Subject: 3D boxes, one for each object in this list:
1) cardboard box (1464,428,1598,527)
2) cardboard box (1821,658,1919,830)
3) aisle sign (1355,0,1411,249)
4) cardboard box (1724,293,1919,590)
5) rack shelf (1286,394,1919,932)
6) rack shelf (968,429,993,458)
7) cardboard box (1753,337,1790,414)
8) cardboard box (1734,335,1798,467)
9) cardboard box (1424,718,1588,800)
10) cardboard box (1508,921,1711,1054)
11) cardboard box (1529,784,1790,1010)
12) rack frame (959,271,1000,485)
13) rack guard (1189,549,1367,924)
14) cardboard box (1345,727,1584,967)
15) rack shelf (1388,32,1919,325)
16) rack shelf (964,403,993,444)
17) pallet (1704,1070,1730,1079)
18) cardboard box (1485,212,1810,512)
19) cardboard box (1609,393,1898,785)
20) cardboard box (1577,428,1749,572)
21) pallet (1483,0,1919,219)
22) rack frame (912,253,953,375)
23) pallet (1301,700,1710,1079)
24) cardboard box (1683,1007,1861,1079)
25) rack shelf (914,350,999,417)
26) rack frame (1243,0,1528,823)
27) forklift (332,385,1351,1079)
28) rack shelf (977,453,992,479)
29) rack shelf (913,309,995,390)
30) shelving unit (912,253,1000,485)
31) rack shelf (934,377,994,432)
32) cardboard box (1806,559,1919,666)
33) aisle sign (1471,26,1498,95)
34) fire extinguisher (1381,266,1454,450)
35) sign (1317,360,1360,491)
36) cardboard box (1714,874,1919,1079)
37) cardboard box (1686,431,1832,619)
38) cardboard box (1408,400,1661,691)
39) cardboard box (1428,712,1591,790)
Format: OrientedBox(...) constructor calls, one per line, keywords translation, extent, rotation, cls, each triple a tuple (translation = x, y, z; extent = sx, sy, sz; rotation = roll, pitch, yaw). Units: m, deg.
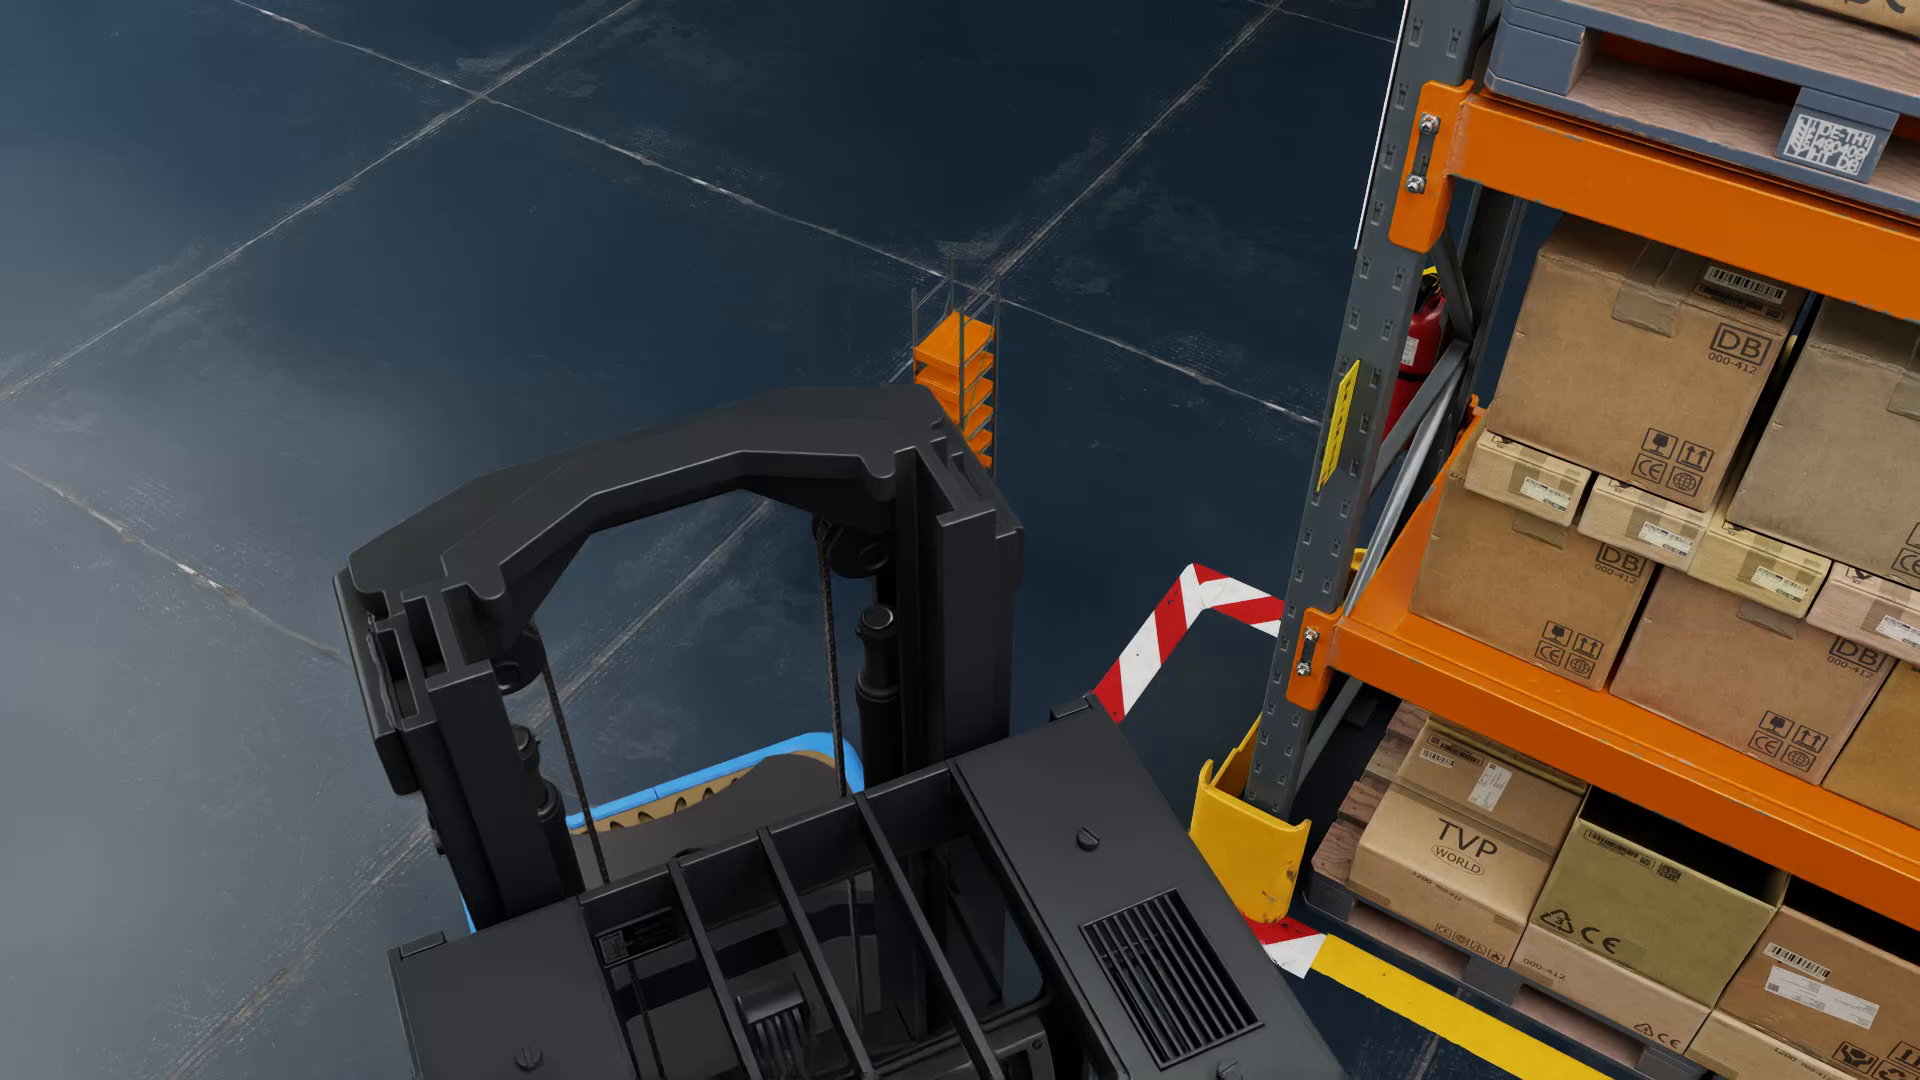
OrientedBox(translation=(1.370, -0.237, 3.866), extent=(0.250, 0.149, 0.380), rotation=(24, 51, 22), cls="cardboard box")
OrientedBox(translation=(2.402, 0.292, 3.805), extent=(0.500, 0.500, 0.700), rotation=(25, 51, 22), cls="cardboard box")
OrientedBox(translation=(0.936, -1.004, 3.322), extent=(0.004, 0.787, 0.394), rotation=(25, 51, 22), cls="aisle sign")
OrientedBox(translation=(2.033, -0.335, 3.510), extent=(0.500, 0.500, 0.700), rotation=(23, 50, 21), cls="cardboard box")
OrientedBox(translation=(2.840, 0.767, 3.914), extent=(4.000, 0.370, 1.077), rotation=(25, 51, 22), cls="rack shelf")
OrientedBox(translation=(-0.012, -0.309, 5.943), extent=(0.180, 0.103, 0.258), rotation=(25, 51, 22), cls="rack shelf")
OrientedBox(translation=(1.802, -0.385, 4.011), extent=(0.250, 0.149, 0.380), rotation=(26, 51, 23), cls="cardboard box")
OrientedBox(translation=(2.017, -0.286, 3.915), extent=(0.250, 0.149, 0.380), rotation=(24, 50, 22), cls="cardboard box")
OrientedBox(translation=(1.767, 0.583, 5.216), extent=(0.500, 0.250, 0.500), rotation=(25, 51, 22), cls="cardboard box")
OrientedBox(translation=(1.911, 1.087, 4.726), extent=(0.500, 0.250, 0.500), rotation=(25, 51, 22), cls="cardboard box")
OrientedBox(translation=(1.910, 0.827, 4.456), extent=(0.500, 0.500, 0.500), rotation=(25, 51, 22), cls="cardboard box")
OrientedBox(translation=(0.065, -0.388, 5.791), extent=(0.006, 1.200, 0.240), rotation=(25, 51, 22), cls="rack frame")
OrientedBox(translation=(1.136, 0.604, 5.314), extent=(0.348, 0.500, 1.175), rotation=(25, 51, 22), cls="rack guard")
OrientedBox(translation=(1.488, 0.896, 4.912), extent=(0.500, 0.250, 0.500), rotation=(25, 51, 22), cls="cardboard box")
OrientedBox(translation=(2.840, -0.278, 2.839), extent=(4.000, 0.370, 1.077), rotation=(25, 51, 22), cls="rack shelf")
OrientedBox(translation=(-0.012, -0.393, 5.857), extent=(0.180, 0.103, 0.258), rotation=(25, 51, 22), cls="rack shelf")
OrientedBox(translation=(2.846, 1.458, 4.686), extent=(1.213, 0.211, 1.003), rotation=(25, 51, 22), cls="pallet")
OrientedBox(translation=(1.587, -0.536, 3.705), extent=(0.500, 0.500, 0.700), rotation=(25, 51, 22), cls="cardboard box")
OrientedBox(translation=(1.987, 0.096, 3.995), extent=(0.500, 0.500, 0.700), rotation=(26, 51, 23), cls="cardboard box")
OrientedBox(translation=(1.594, -0.136, 3.769), extent=(0.250, 0.149, 0.380), rotation=(23, 50, 21), cls="cardboard box")
OrientedBox(translation=(1.738, -0.983, 3.084), extent=(1.213, 0.211, 1.003), rotation=(25, 51, 22), cls="pallet")
OrientedBox(translation=(-0.089, -0.459, 5.860), extent=(0.006, 1.200, 0.240), rotation=(25, 51, 22), cls="rack frame")
OrientedBox(translation=(1.823, 0.985, 5.146), extent=(1.213, 0.211, 1.003), rotation=(25, 51, 22), cls="pallet")
OrientedBox(translation=(2.331, 1.281, 4.538), extent=(0.500, 0.250, 0.500), rotation=(25, 51, 22), cls="cardboard box")
OrientedBox(translation=(-0.012, -0.560, 5.685), extent=(0.180, 0.103, 0.258), rotation=(25, 51, 22), cls="rack shelf")
OrientedBox(translation=(1.156, -0.258, 4.409), extent=(0.127, 3.000, 1.000), rotation=(25, 51, 22), cls="rack frame")
OrientedBox(translation=(-0.157, 1.308, 2.935), extent=(1.130, 2.935, 3.031), rotation=(-18, 48, -17), cls="forklift")
OrientedBox(translation=(-0.012, -0.226, 6.029), extent=(0.180, 0.103, 0.258), rotation=(25, 51, 22), cls="rack shelf")
OrientedBox(translation=(-0.012, -0.644, 5.599), extent=(0.180, 0.103, 0.258), rotation=(25, 51, 22), cls="rack shelf")
OrientedBox(translation=(-0.012, -0.424, 5.825), extent=(0.189, 1.200, 0.258), rotation=(25, 51, 22), cls="shelving unit")
OrientedBox(translation=(-0.012, -0.476, 5.771), extent=(0.180, 0.103, 0.258), rotation=(25, 51, 22), cls="rack shelf")
OrientedBox(translation=(2.015, 0.060, 3.578), extent=(0.250, 0.149, 0.380), rotation=(24, 50, 22), cls="cardboard box")
OrientedBox(translation=(1.260, -1.366, 3.674), extent=(0.004, 0.787, 0.394), rotation=(25, 51, 22), cls="aisle sign")
OrientedBox(translation=(1.308, -0.557, 4.754), extent=(0.183, 0.674, 0.296), rotation=(25, 51, 22), cls="fire extinguisher")
OrientedBox(translation=(0.852, -0.254, 3.747), extent=(0.005, 0.325, 0.100), rotation=(25, 51, 22), cls="sign")
OrientedBox(translation=(2.337, 1.013, 4.276), extent=(0.500, 0.500, 0.500), rotation=(25, 51, 22), cls="cardboard box")
OrientedBox(translation=(1.803, -0.039, 3.674), extent=(0.250, 0.149, 0.380), rotation=(25, 51, 22), cls="cardboard box")
OrientedBox(translation=(1.542, -0.104, 4.190), extent=(0.500, 0.500, 0.700), rotation=(25, 51, 22), cls="cardboard box")
OrientedBox(translation=(1.768, 0.321, 4.948), extent=(0.500, 0.500, 0.500), rotation=(25, 51, 22), cls="cardboard box")
